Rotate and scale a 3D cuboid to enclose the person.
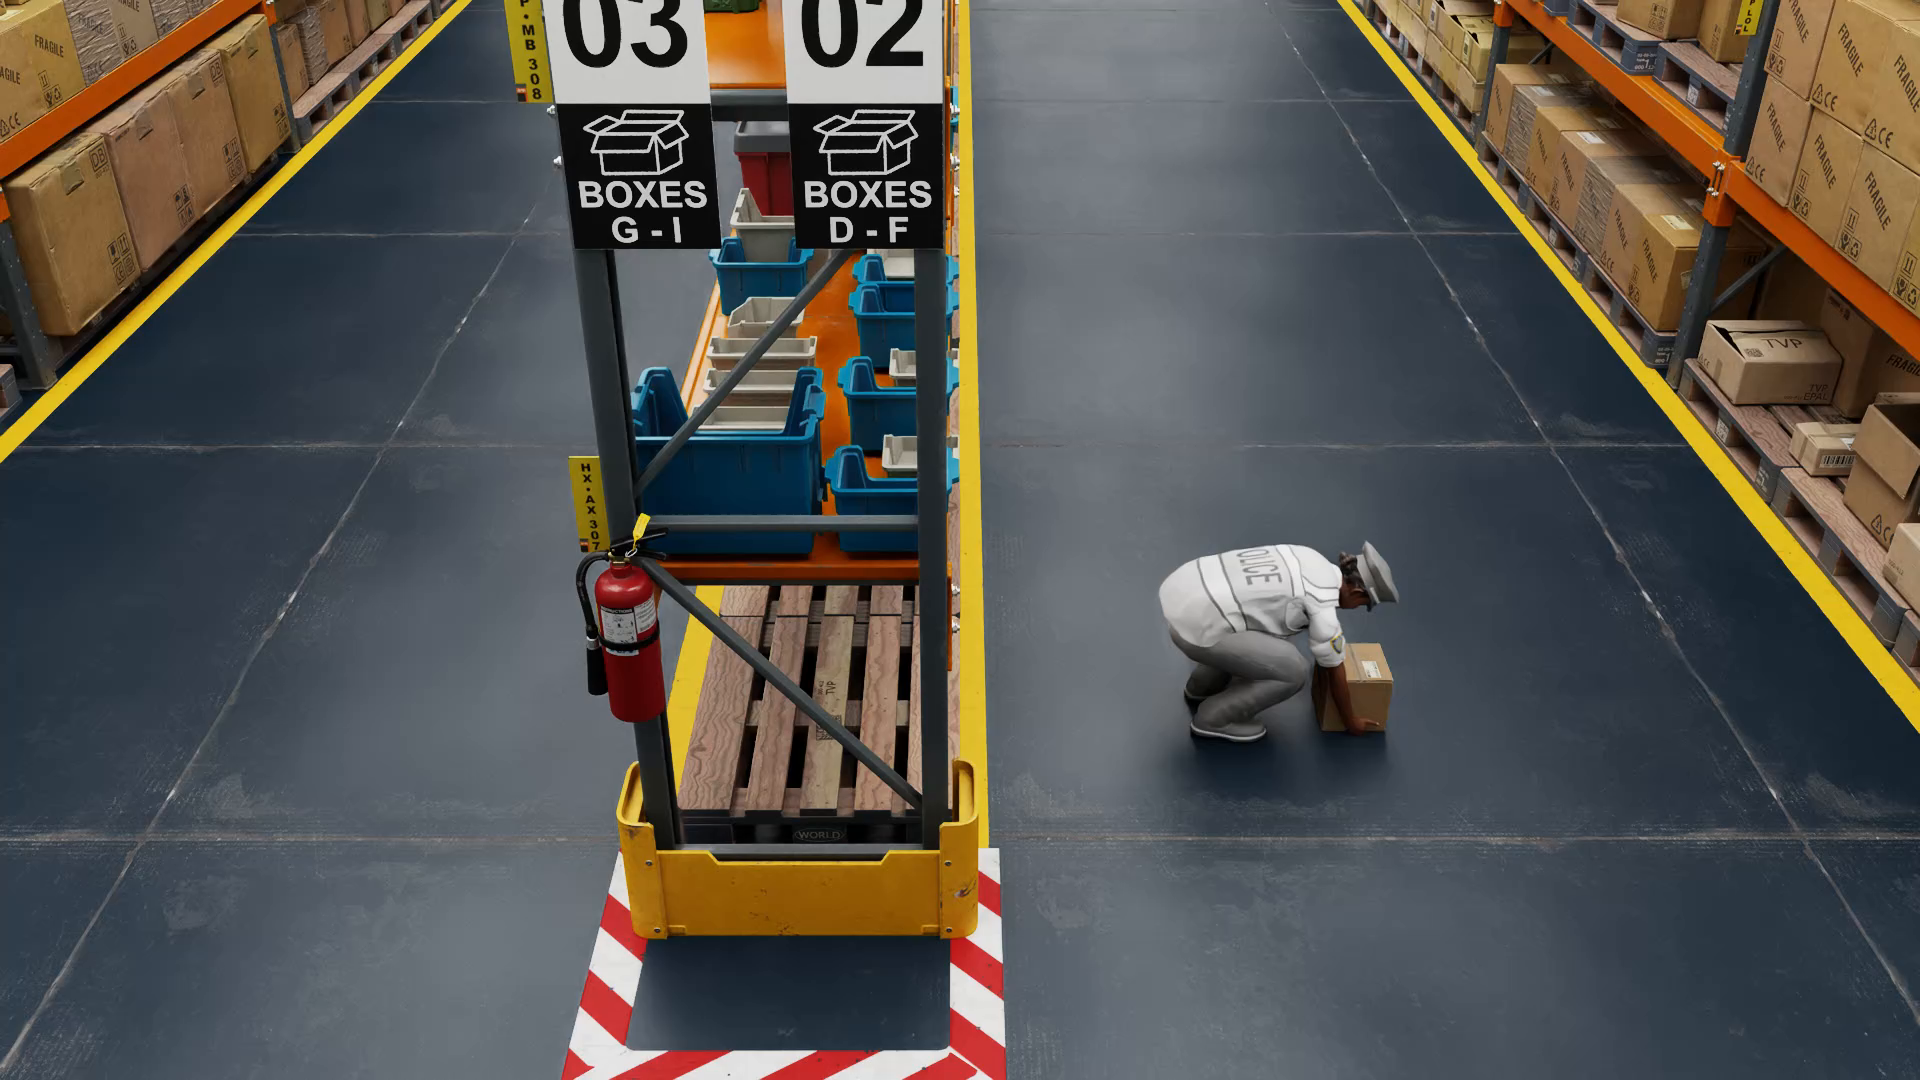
[{"bbox_3d":[1.228,0.382,6.461,0.925,0.762,0.457,-1,31,-1],"label":"person"}]
